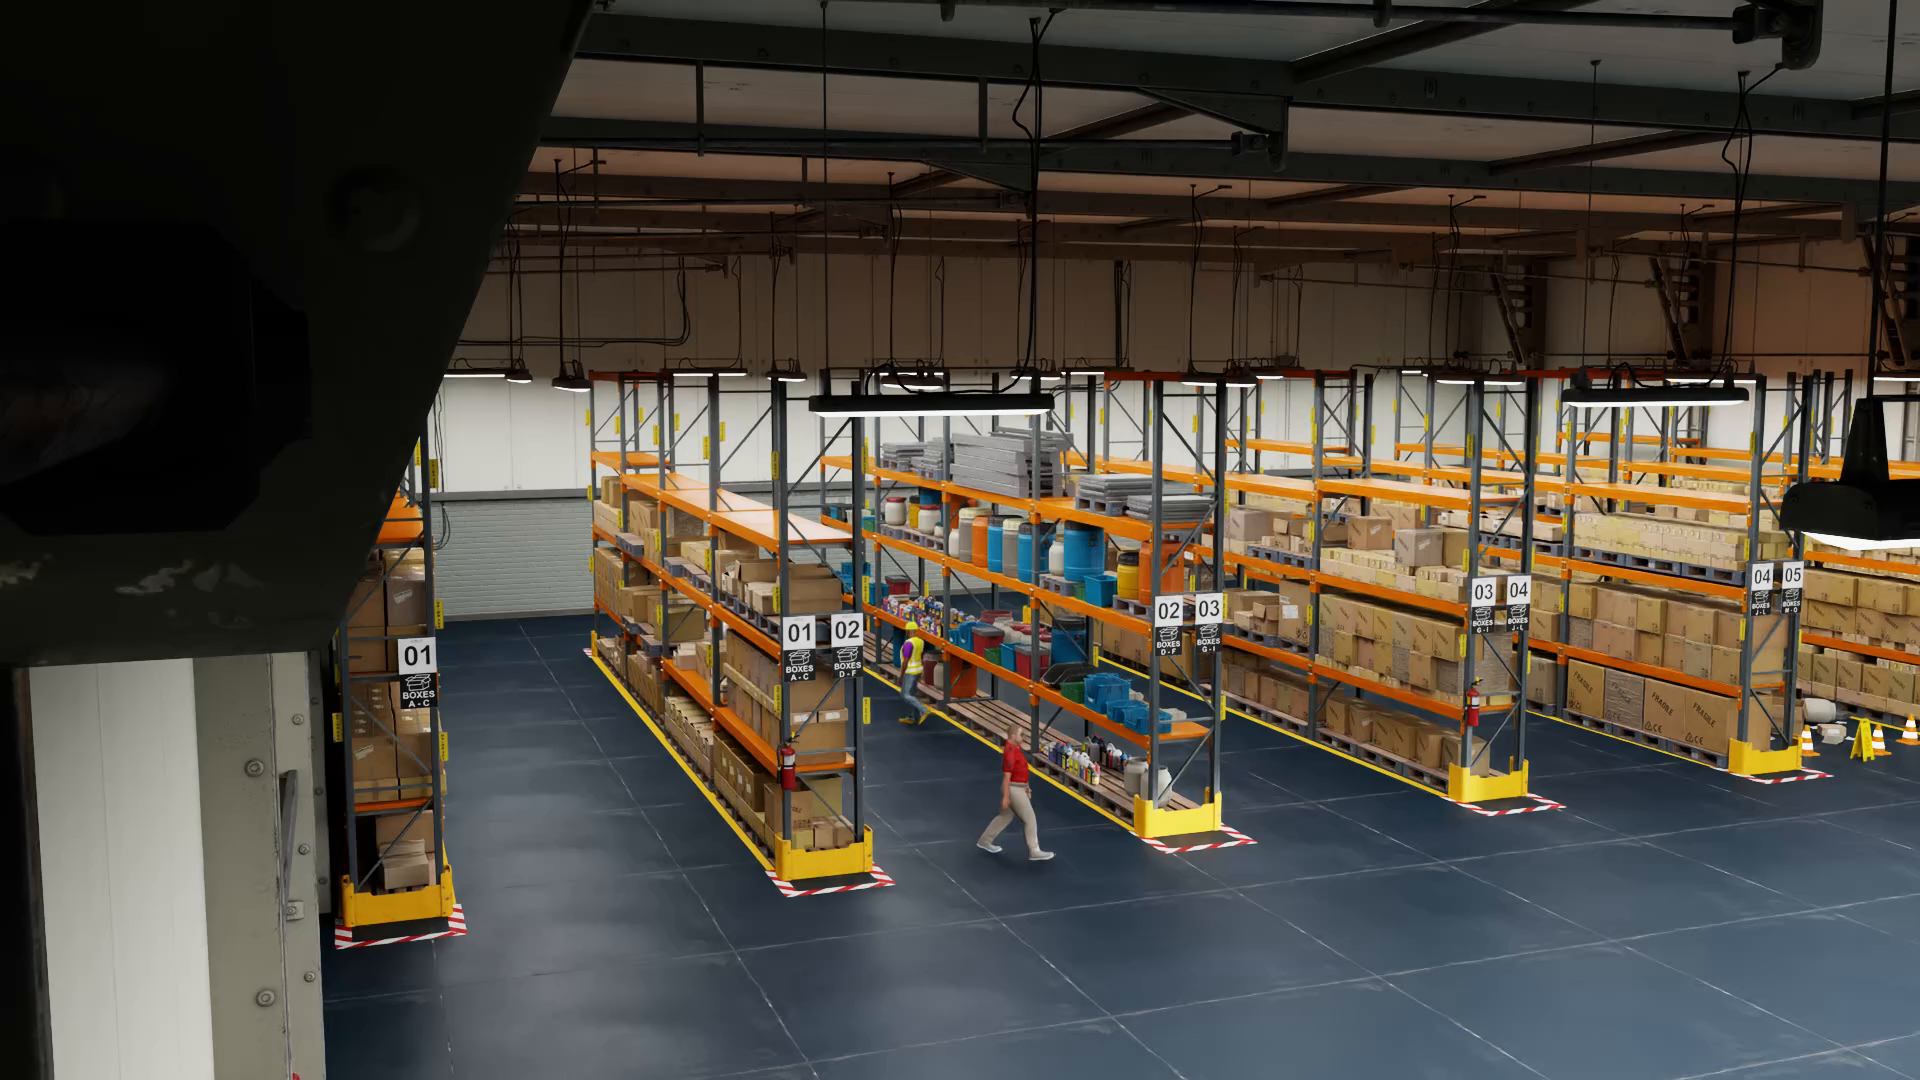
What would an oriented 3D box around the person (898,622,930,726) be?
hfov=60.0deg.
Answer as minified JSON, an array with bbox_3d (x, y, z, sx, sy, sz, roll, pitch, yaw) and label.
[{"bbox_3d":[-0.767,2.282,28.416,0.666,1.764,0.599,3,7,24],"label":"person"}]

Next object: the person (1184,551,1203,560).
[{"bbox_3d":[5.988,0.663,43.020,0.568,1.719,1.100,1,7,13],"label":"person"}]

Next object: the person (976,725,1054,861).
[{"bbox_3d":[0.693,3.162,20.945,0.950,1.688,0.529,-1,6,-5],"label":"person"}]

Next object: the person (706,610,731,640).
[{"bbox_3d":[-4.774,1.844,32.891,0.523,1.661,0.506,1,6,5],"label":"person"}]
